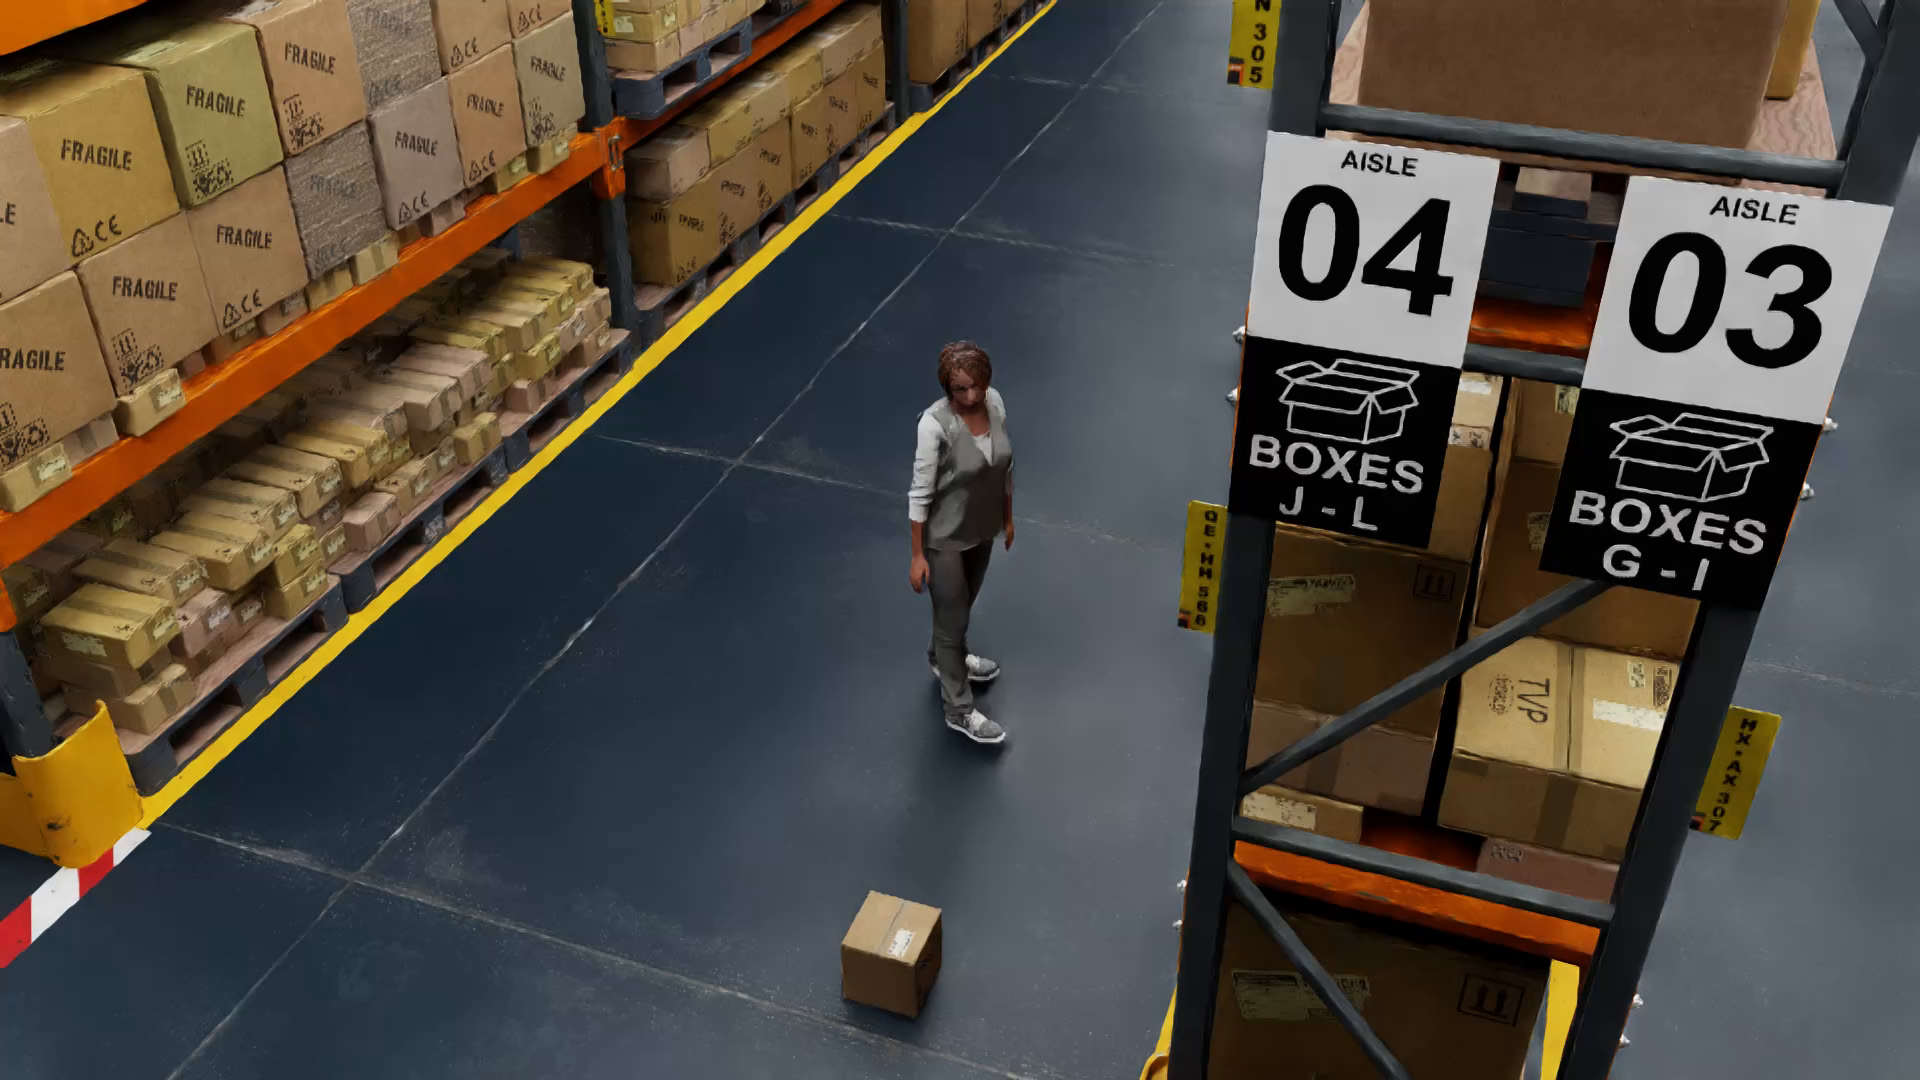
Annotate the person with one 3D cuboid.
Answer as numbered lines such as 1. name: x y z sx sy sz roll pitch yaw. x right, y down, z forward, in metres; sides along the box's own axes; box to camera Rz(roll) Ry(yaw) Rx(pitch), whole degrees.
1. person: 0.020 0.006 6.111 0.529 1.582 0.524 27 42 34
